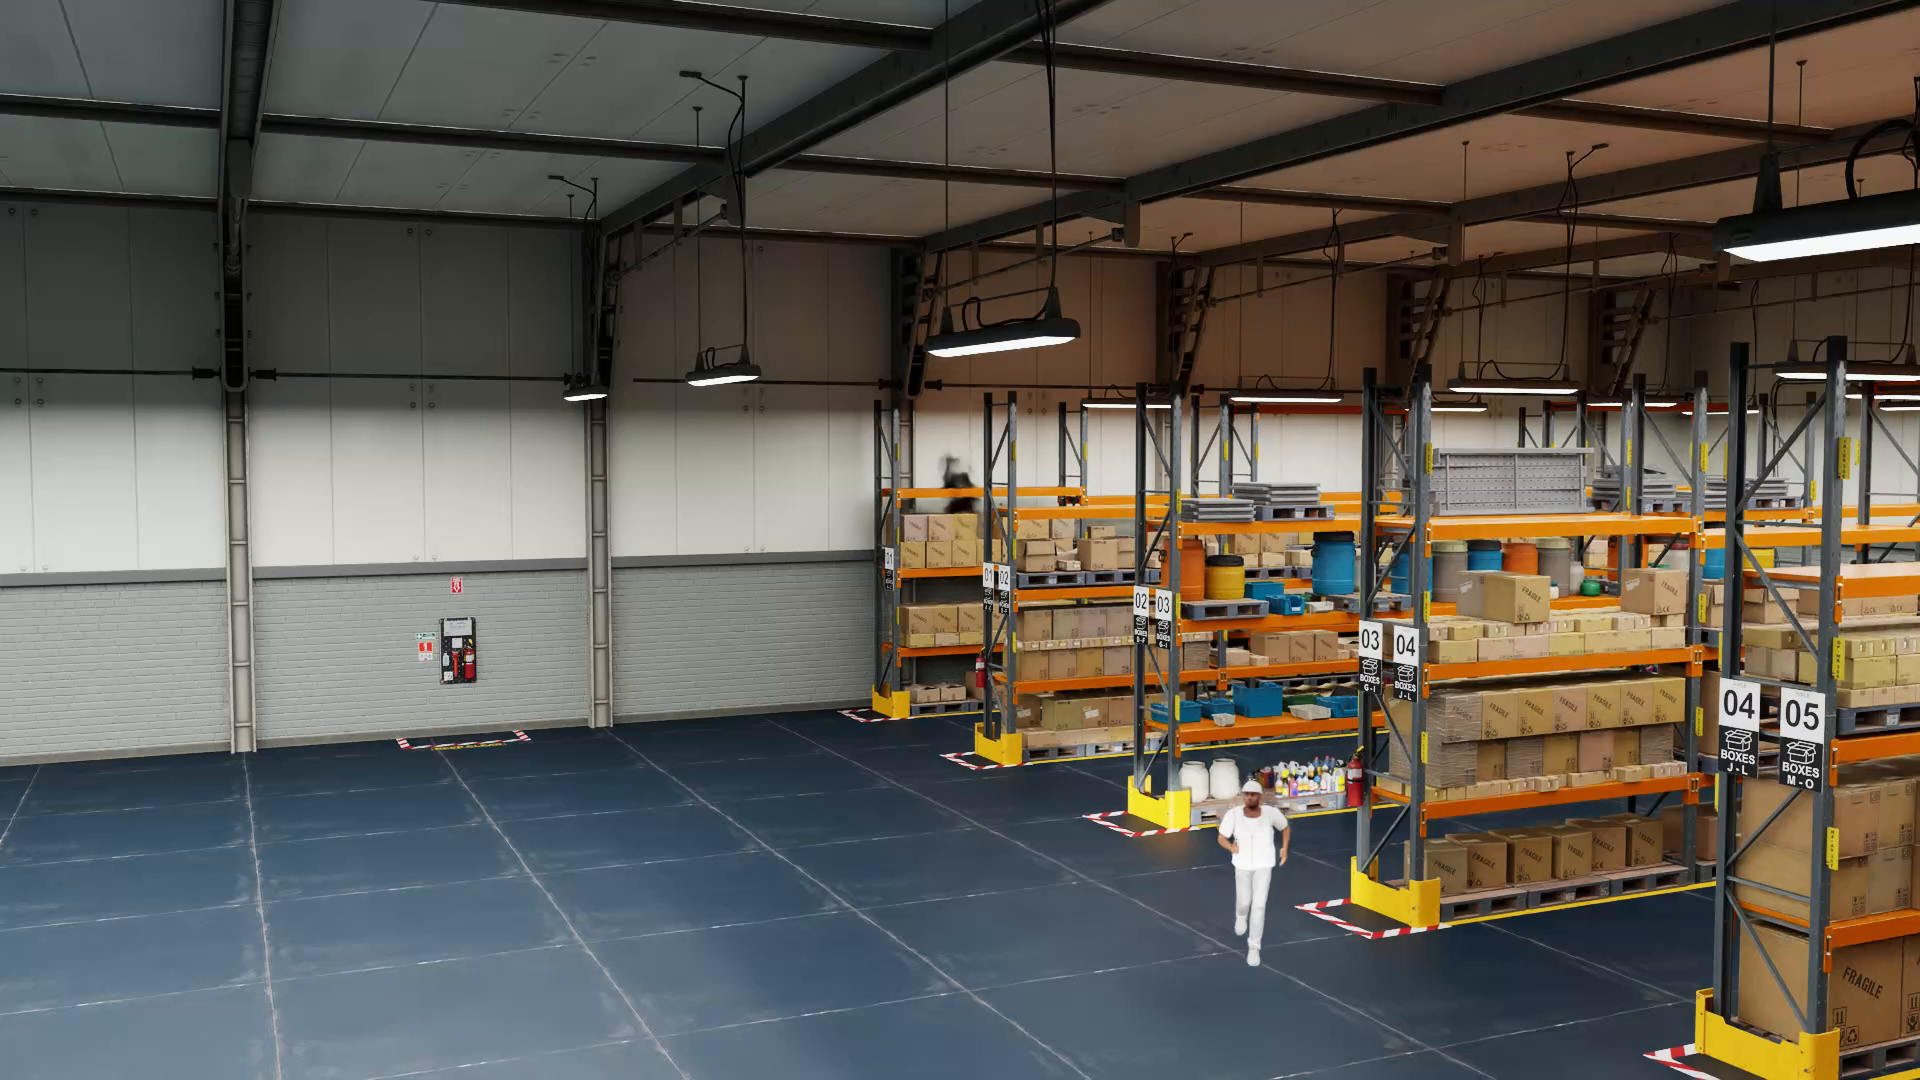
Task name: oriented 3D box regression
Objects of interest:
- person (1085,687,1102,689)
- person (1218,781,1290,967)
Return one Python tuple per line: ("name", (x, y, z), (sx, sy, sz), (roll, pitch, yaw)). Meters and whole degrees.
("person", (2.400, 2.520, 30.120), (0.944, 1.755, 0.673), (-2, 4, -29))
("person", (2.972, 3.301, 16.834), (0.711, 1.776, 0.979), (1, 3, 15))
